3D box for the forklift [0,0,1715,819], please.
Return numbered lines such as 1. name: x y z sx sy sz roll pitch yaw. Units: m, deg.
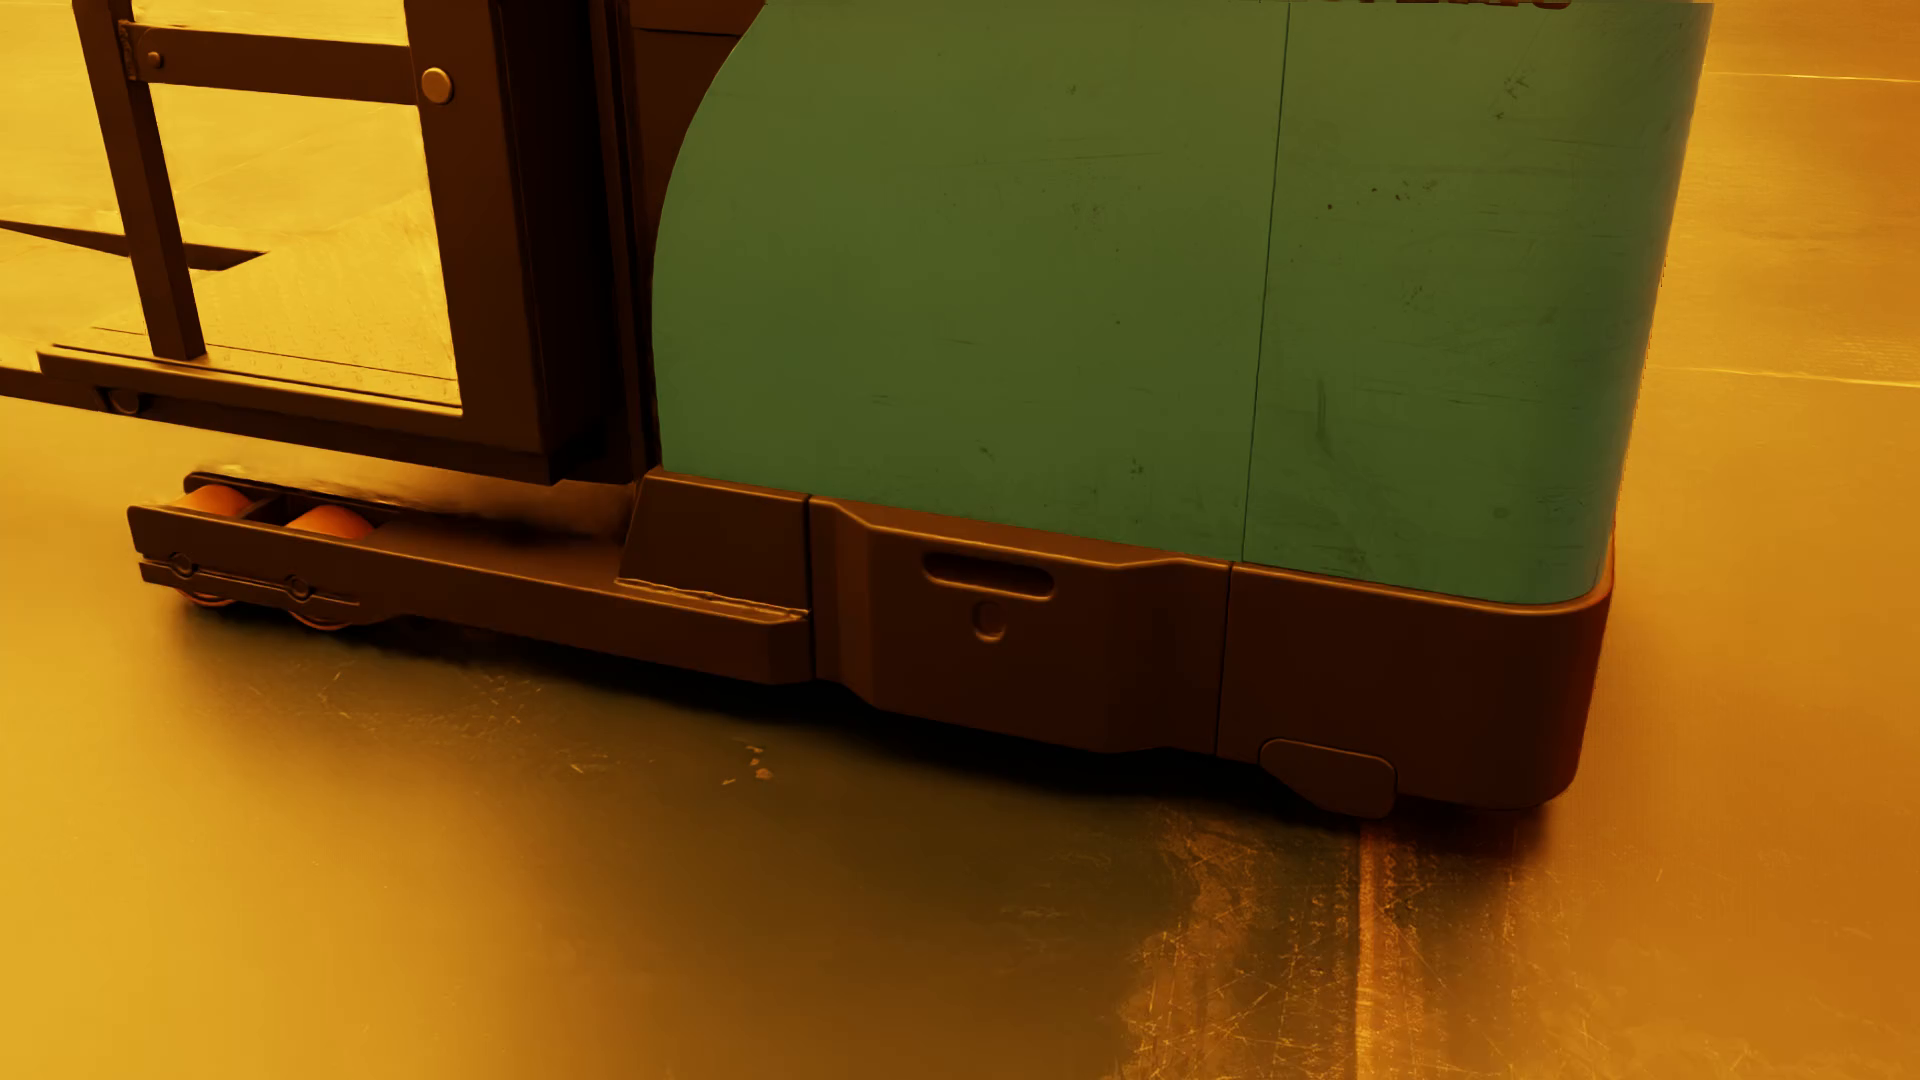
1. forklift: -0.604 -1.398 2.017 3.031 2.935 1.130 9 28 18
